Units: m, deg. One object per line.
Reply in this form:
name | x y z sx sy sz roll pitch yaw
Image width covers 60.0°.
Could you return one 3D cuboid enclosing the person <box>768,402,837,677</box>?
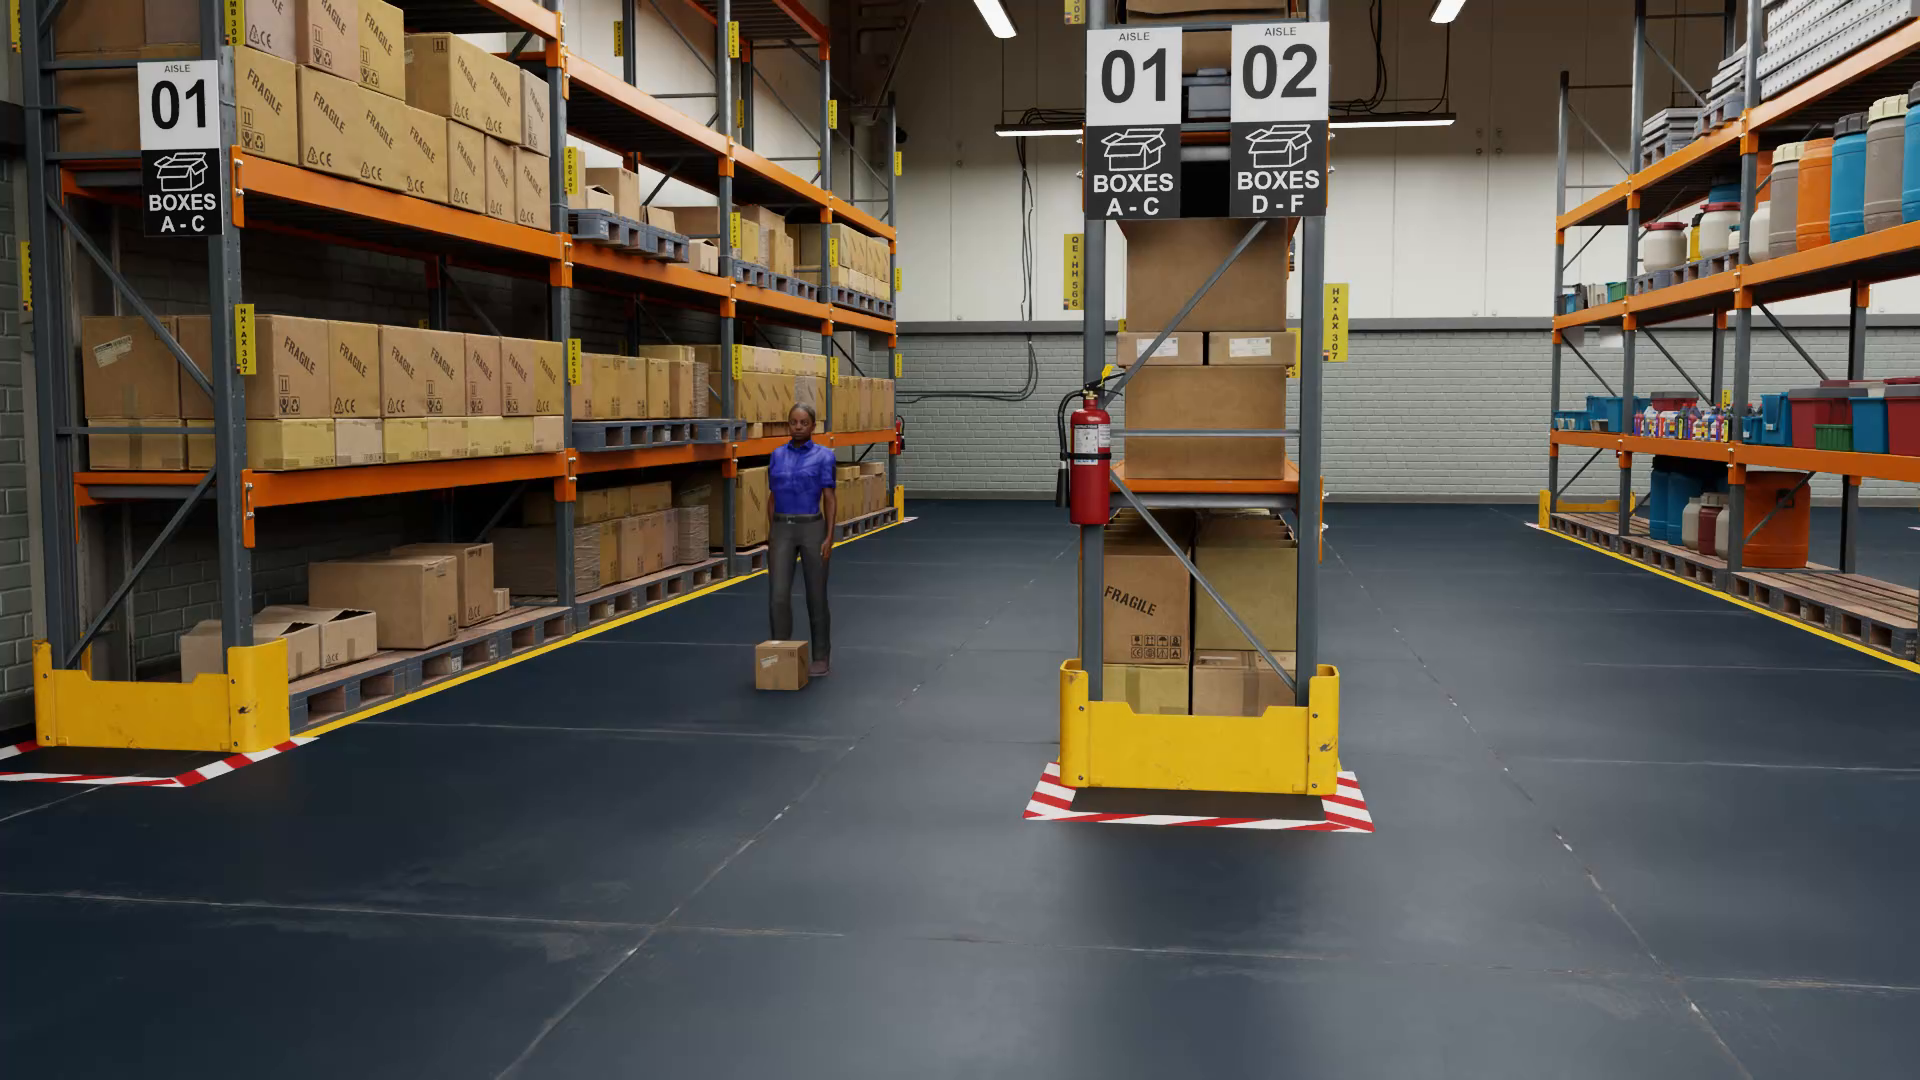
person | -0.959 -0.002 10.048 0.437 1.660 0.354 1 5 10
